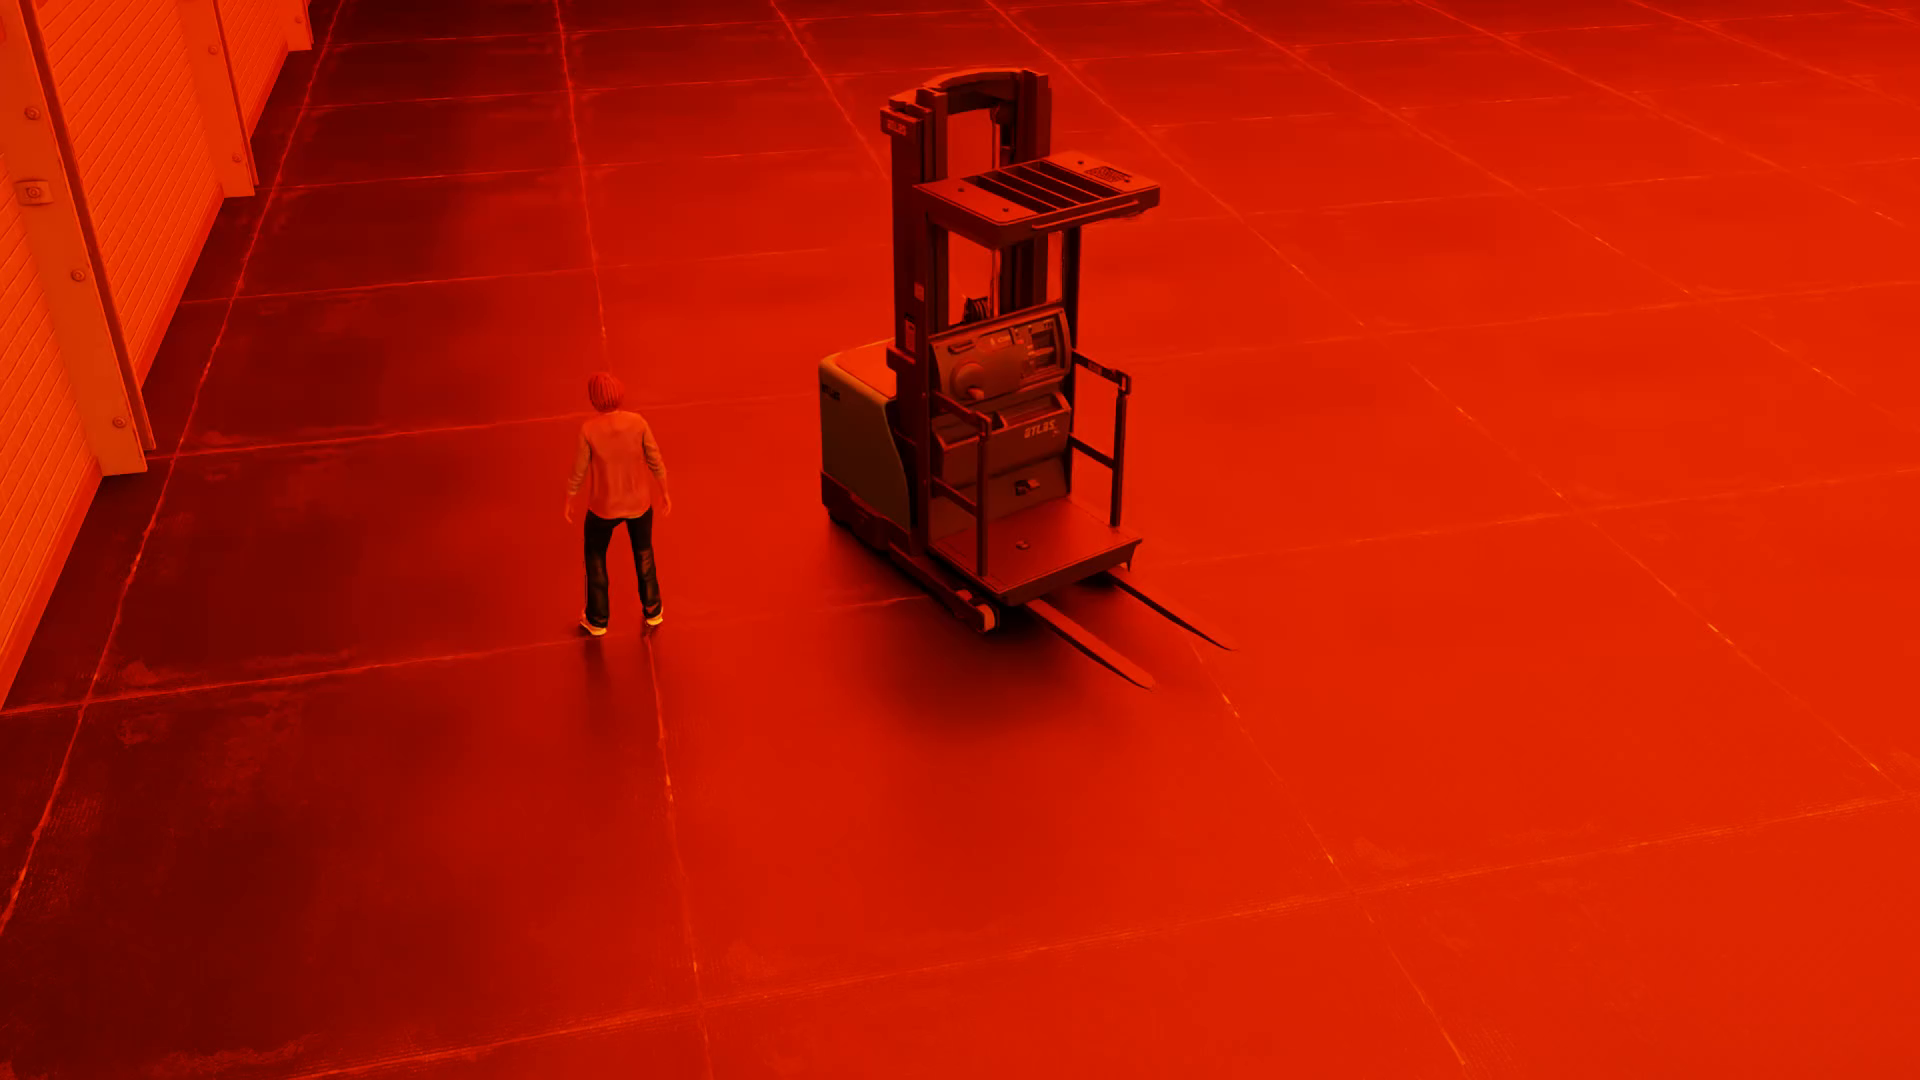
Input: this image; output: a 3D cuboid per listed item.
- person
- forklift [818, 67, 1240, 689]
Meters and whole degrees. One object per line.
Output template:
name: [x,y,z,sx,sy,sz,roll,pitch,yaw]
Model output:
person: [-1.911,-0.207,9.276,0.583,1.587,0.360,-12,32,-20]
forklift: [0.370,-1.011,9.320,1.130,2.935,3.031,-20,35,-30]
